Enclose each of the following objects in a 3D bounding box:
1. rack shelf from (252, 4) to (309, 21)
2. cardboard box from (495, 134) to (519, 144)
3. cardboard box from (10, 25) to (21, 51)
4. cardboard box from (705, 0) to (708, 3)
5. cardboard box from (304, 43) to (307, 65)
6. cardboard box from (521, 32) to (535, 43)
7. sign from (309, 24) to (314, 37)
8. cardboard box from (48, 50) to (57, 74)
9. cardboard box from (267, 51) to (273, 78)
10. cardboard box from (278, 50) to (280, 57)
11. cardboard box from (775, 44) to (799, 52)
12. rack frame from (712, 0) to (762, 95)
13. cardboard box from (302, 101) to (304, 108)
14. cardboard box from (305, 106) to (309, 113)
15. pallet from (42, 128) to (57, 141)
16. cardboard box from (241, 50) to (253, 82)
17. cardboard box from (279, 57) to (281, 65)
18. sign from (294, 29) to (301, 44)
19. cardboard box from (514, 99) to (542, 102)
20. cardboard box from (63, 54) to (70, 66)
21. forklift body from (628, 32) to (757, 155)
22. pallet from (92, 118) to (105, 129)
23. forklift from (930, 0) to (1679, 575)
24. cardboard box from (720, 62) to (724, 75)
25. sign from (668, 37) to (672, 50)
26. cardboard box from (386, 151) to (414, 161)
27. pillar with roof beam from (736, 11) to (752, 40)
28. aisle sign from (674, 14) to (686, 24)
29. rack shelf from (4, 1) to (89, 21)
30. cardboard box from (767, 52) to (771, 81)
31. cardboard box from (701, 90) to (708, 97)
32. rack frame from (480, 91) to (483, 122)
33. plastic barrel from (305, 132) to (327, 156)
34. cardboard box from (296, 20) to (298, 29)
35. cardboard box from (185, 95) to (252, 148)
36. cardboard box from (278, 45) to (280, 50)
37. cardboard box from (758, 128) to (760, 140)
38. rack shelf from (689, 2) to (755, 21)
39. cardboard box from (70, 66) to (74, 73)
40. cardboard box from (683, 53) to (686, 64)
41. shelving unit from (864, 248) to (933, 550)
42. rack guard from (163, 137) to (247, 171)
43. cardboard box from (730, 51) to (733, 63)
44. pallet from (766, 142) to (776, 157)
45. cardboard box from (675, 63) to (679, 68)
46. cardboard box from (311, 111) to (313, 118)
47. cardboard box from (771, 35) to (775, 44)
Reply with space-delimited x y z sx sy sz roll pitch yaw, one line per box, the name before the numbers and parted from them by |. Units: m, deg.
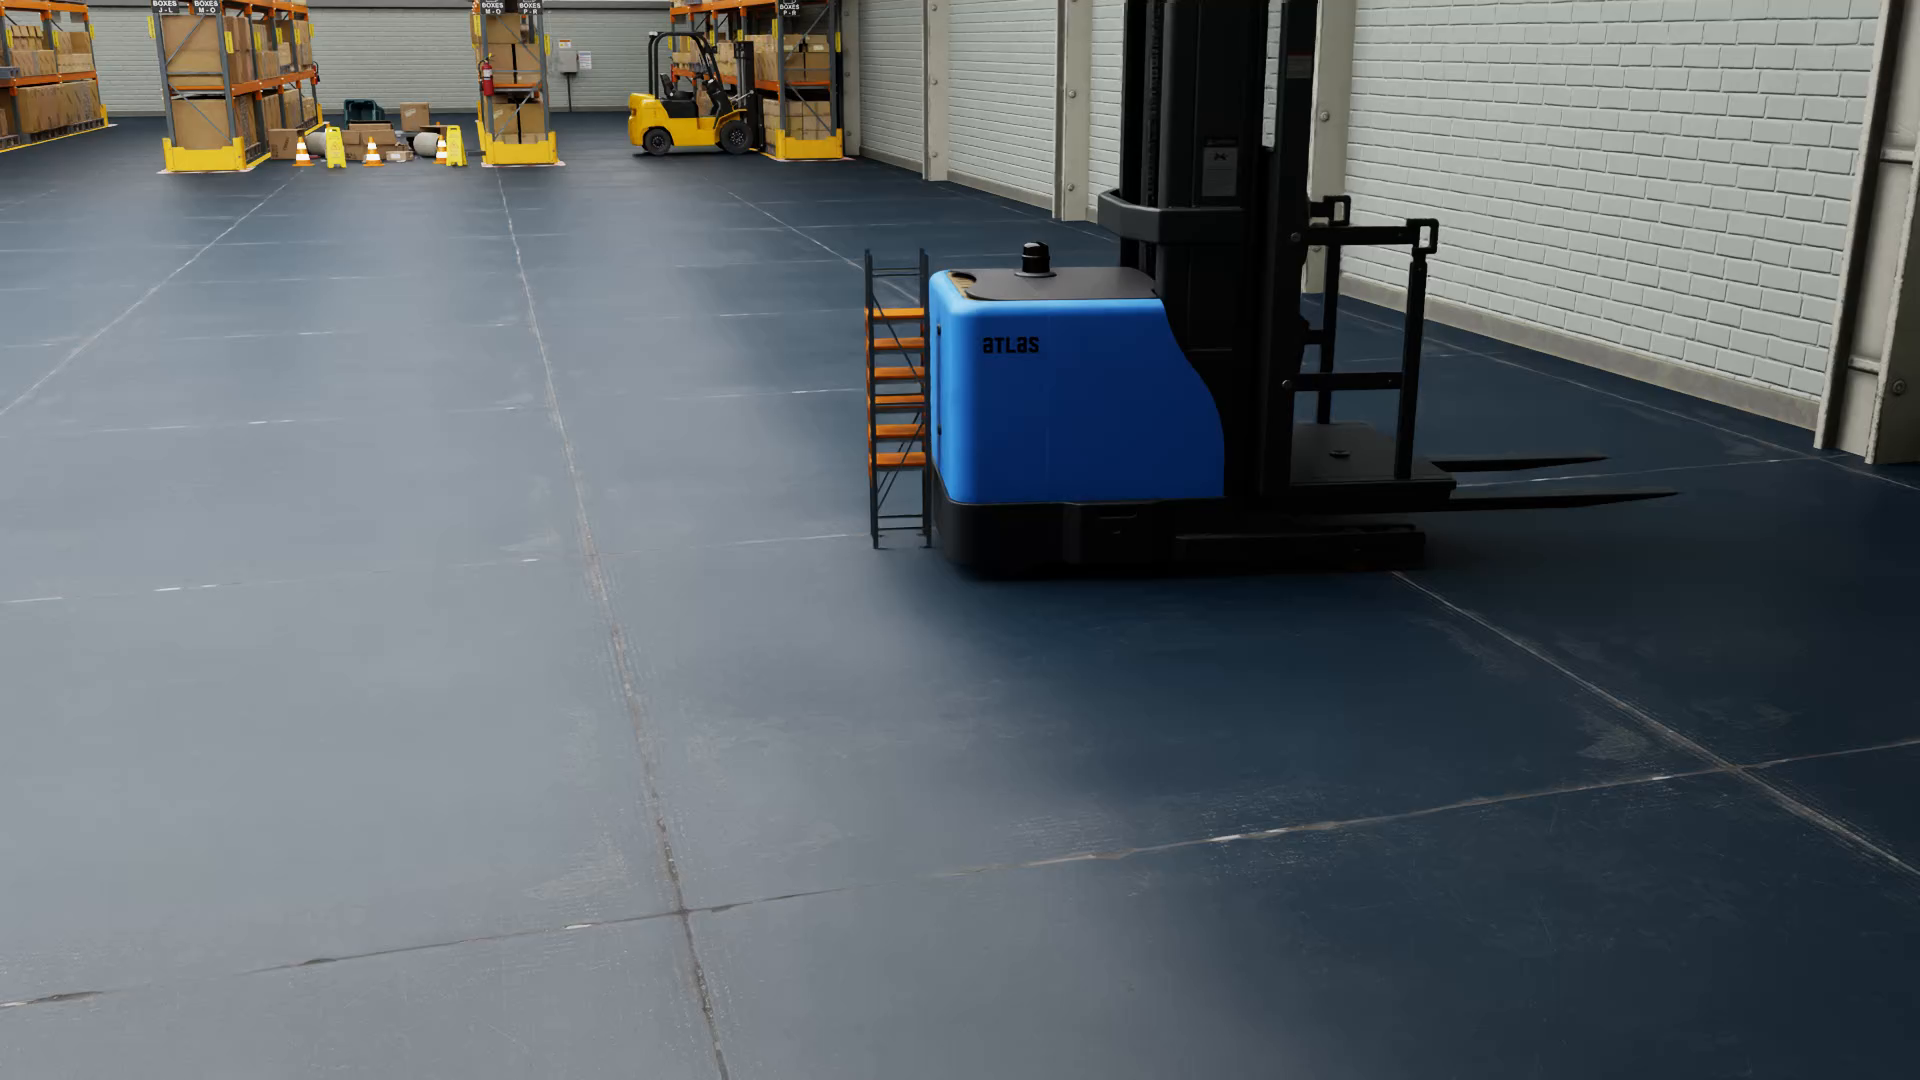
rack shelf | -16.035 -12.401 39.059 1.077 0.370 4.000 -5 17 -15
cardboard box | -7.943 -6.949 28.922 0.500 0.250 0.500 -5 17 -16
cardboard box | -19.544 -10.198 33.769 0.797 0.503 0.637 -4 17 -14
cardboard box | -5.396 -12.089 37.029 0.500 0.250 0.500 -5 17 -15
cardboard box | -15.801 -11.528 39.424 0.500 0.500 0.500 -4 17 -12
cardboard box | -8.408 -9.506 31.964 0.500 0.500 0.500 -4 17 -14
sign | -16.045 -12.607 41.144 0.100 0.325 0.005 -5 17 -15
cardboard box | -19.891 -10.332 35.960 0.500 0.500 0.500 -5 17 -15
cardboard box | -13.586 -9.176 32.113 0.500 0.500 0.500 -4 17 -14
cardboard box | -14.548 -10.241 35.019 0.380 0.149 0.250 -5 17 -15
cardboard box | -3.049 -8.682 29.339 0.380 0.149 0.250 -4 17 -14
rack frame | -4.883 -10.462 36.568 1.000 3.000 0.127 -5 17 -15
cardboard box | -15.399 -10.069 38.450 0.380 0.149 0.250 -4 17 -13
cardboard box | -15.667 -10.215 39.452 0.380 0.149 0.250 -5 17 -16
pallet | -19.659 -8.511 34.918 1.003 0.211 1.213 -5 17 -15
cardboard box | -13.001 -8.363 29.320 0.875 0.550 0.550 -5 17 -15
cardboard box | -14.539 -10.093 35.046 0.380 0.149 0.250 -4 17 -13
sign | -14.953 -11.355 37.528 0.100 0.325 0.005 -5 17 -15
cardboard box | -7.993 -7.923 30.860 0.500 0.500 0.500 -4 17 -14
cardboard box | -20.291 -10.751 37.273 0.500 0.250 0.500 -5 17 -16
forklift body | -4.959 -8.223 30.589 2.313 2.155 1.214 -5 17 -15
pallet | -21.086 -9.948 39.702 1.003 0.211 1.213 -5 17 -15
forklift | 1.411 -1.432 6.625 3.031 2.935 1.130 -2 17 -6
cardboard box | -4.862 -10.109 35.652 0.500 0.250 0.500 -5 17 -16
sign | -7.603 -13.047 43.667 0.100 0.325 0.005 -5 17 -15
cardboard box | -9.758 -6.693 28.976 0.380 0.149 0.250 4 17 13
pillar with roof beam | -9.446 -14.365 39.133 9.100 9.000 0.400 -5 17 -15
aisle sign | -7.382 -13.916 43.546 0.394 0.787 0.004 -5 17 -15
rack shelf | -20.832 -12.037 37.847 1.077 0.370 4.000 -5 17 -15
cardboard box | -3.206 -8.557 30.051 0.500 0.500 0.500 -4 17 -14
cardboard box | -5.989 -10.693 39.822 0.380 0.149 0.250 -5 17 -17
rack frame | -11.853 -12.282 42.625 1.000 3.000 0.127 -5 17 -15
plastic barrel | -11.500 -7.117 29.908 0.512 0.421 0.421 7 18 23
cardboard box | -15.532 -11.711 38.297 0.500 0.500 0.500 -5 18 -17
cardboard box | -12.930 -7.298 28.997 0.875 0.875 0.875 -5 17 -15
cardboard box | -14.615 -10.449 35.195 0.380 0.149 0.250 -4 17 -13
cardboard box | -3.538 -7.658 31.282 0.500 0.250 0.500 -4 17 -13
rack shelf | -5.432 -12.108 38.081 1.077 0.370 4.000 -5 17 -15
cardboard box | -20.333 -10.668 37.691 0.380 0.149 0.250 -5 17 -16
cardboard box | -6.633 -12.037 41.555 0.500 0.250 0.500 -5 17 -16
shelving unit | -0.249 -0.566 6.749 0.258 1.200 0.189 -2 17 -6
rack guard | -12.181 -6.233 26.833 1.175 0.500 0.348 -5 17 -15
cardboard box | -4.447 -9.923 34.163 0.500 0.250 0.500 -4 17 -14
pallet | -2.935 -7.122 30.295 1.003 0.211 1.213 -5 17 -15
cardboard box | -7.255 -12.442 43.596 0.380 0.149 0.250 -5 17 -16
cardboard box | -15.871 -10.293 40.230 0.380 0.149 0.250 -6 18 -18
cardboard box | -3.181 -8.969 29.778 0.380 0.149 0.250 -4 17 -14
